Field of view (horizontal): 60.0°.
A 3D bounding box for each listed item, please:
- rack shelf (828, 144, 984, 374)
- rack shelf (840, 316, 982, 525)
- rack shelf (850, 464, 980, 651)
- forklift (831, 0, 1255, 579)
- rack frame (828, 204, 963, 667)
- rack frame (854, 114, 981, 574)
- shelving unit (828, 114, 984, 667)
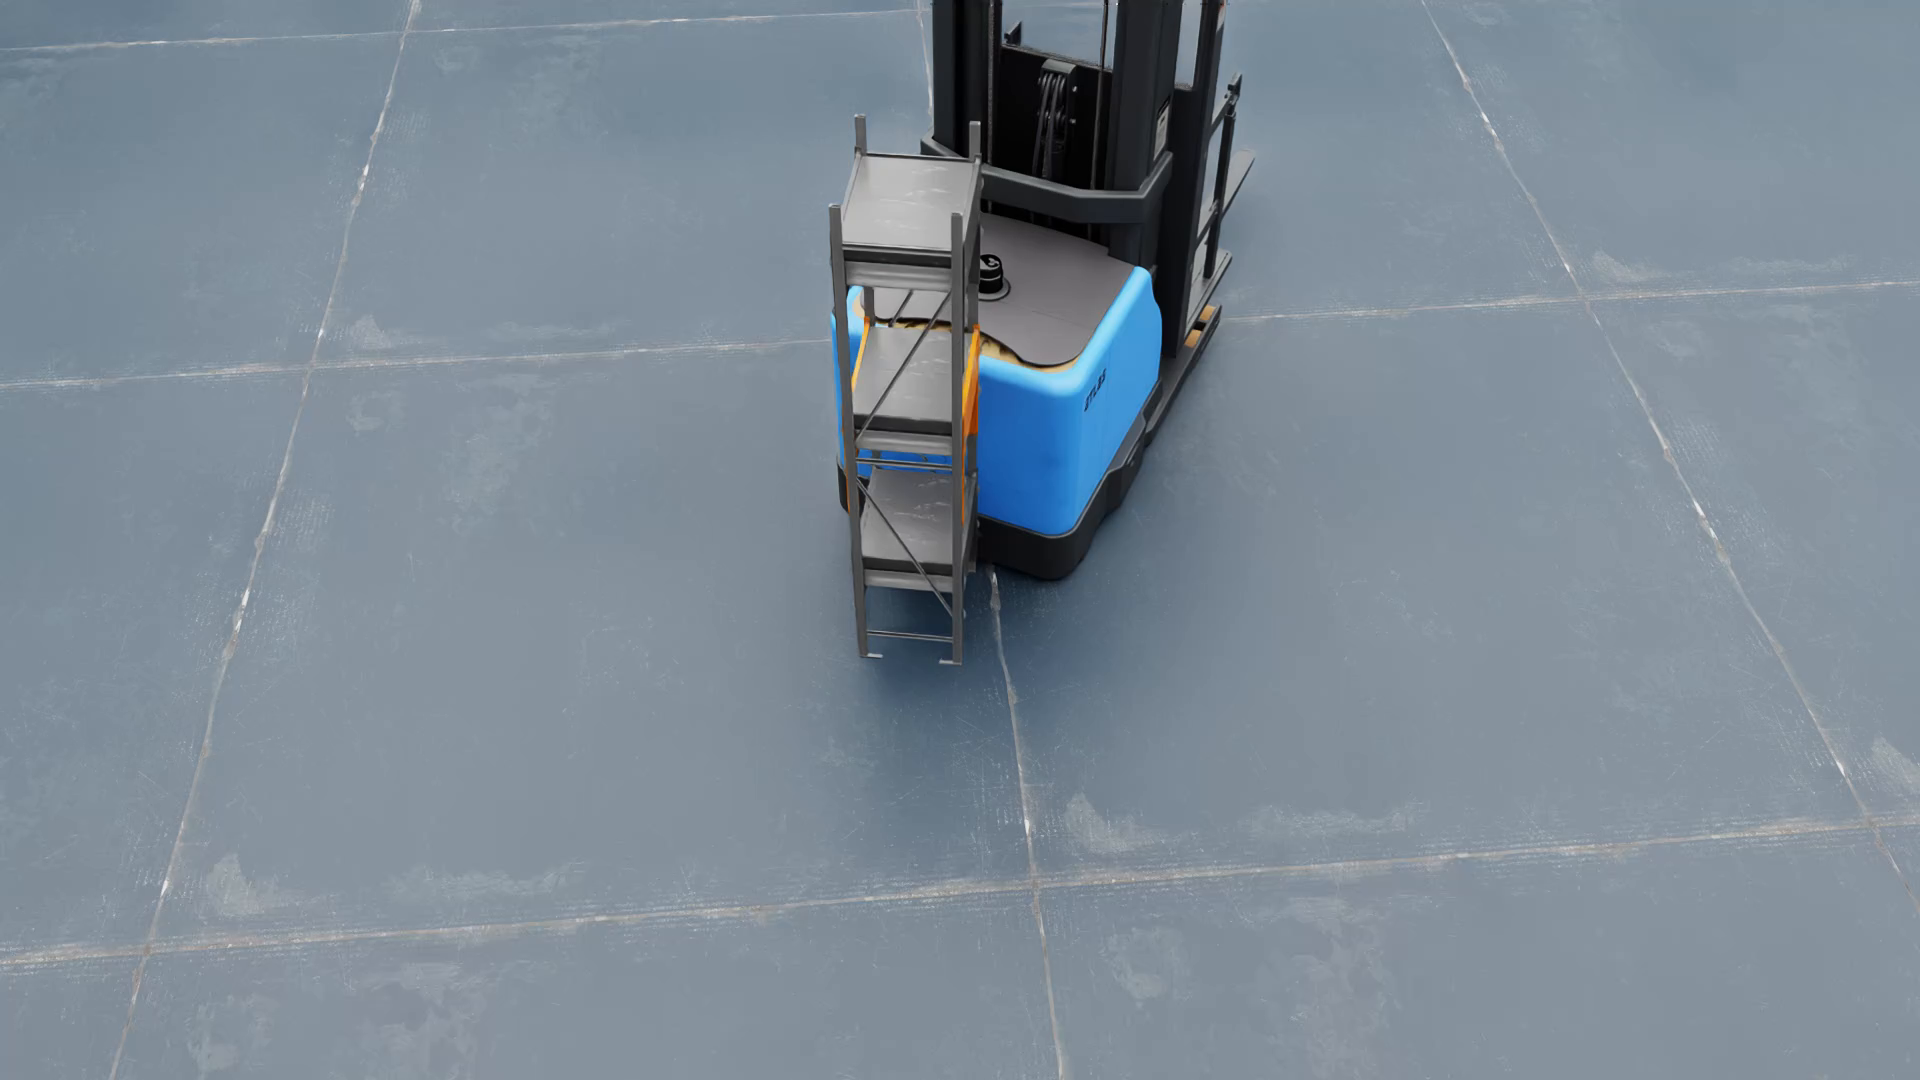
[{"bbox_3d":[-0.163,-0.903,5.350,0.431,0.518,0.480,5,47,5],"label":"rack shelf"},{"bbox_3d":[-0.163,-0.422,5.859,0.431,0.518,0.480,5,47,5],"label":"rack shelf"},{"bbox_3d":[-0.163,0.059,6.367,0.431,0.518,0.480,5,47,5],"label":"rack shelf"},{"bbox_3d":[0.568,-1.935,6.700,1.130,2.935,3.031,18,49,17],"label":"forklift"},{"bbox_3d":[-0.191,-0.255,5.682,0.400,2.100,0.015,5,47,5],"label":"rack frame"},{"bbox_3d":[-0.135,-0.607,6.015,0.400,2.100,0.015,5,47,5],"label":"rack frame"},{"bbox_3d":[-0.163,-0.431,5.849,0.431,2.100,0.503,5,47,5],"label":"shelving unit"}]
